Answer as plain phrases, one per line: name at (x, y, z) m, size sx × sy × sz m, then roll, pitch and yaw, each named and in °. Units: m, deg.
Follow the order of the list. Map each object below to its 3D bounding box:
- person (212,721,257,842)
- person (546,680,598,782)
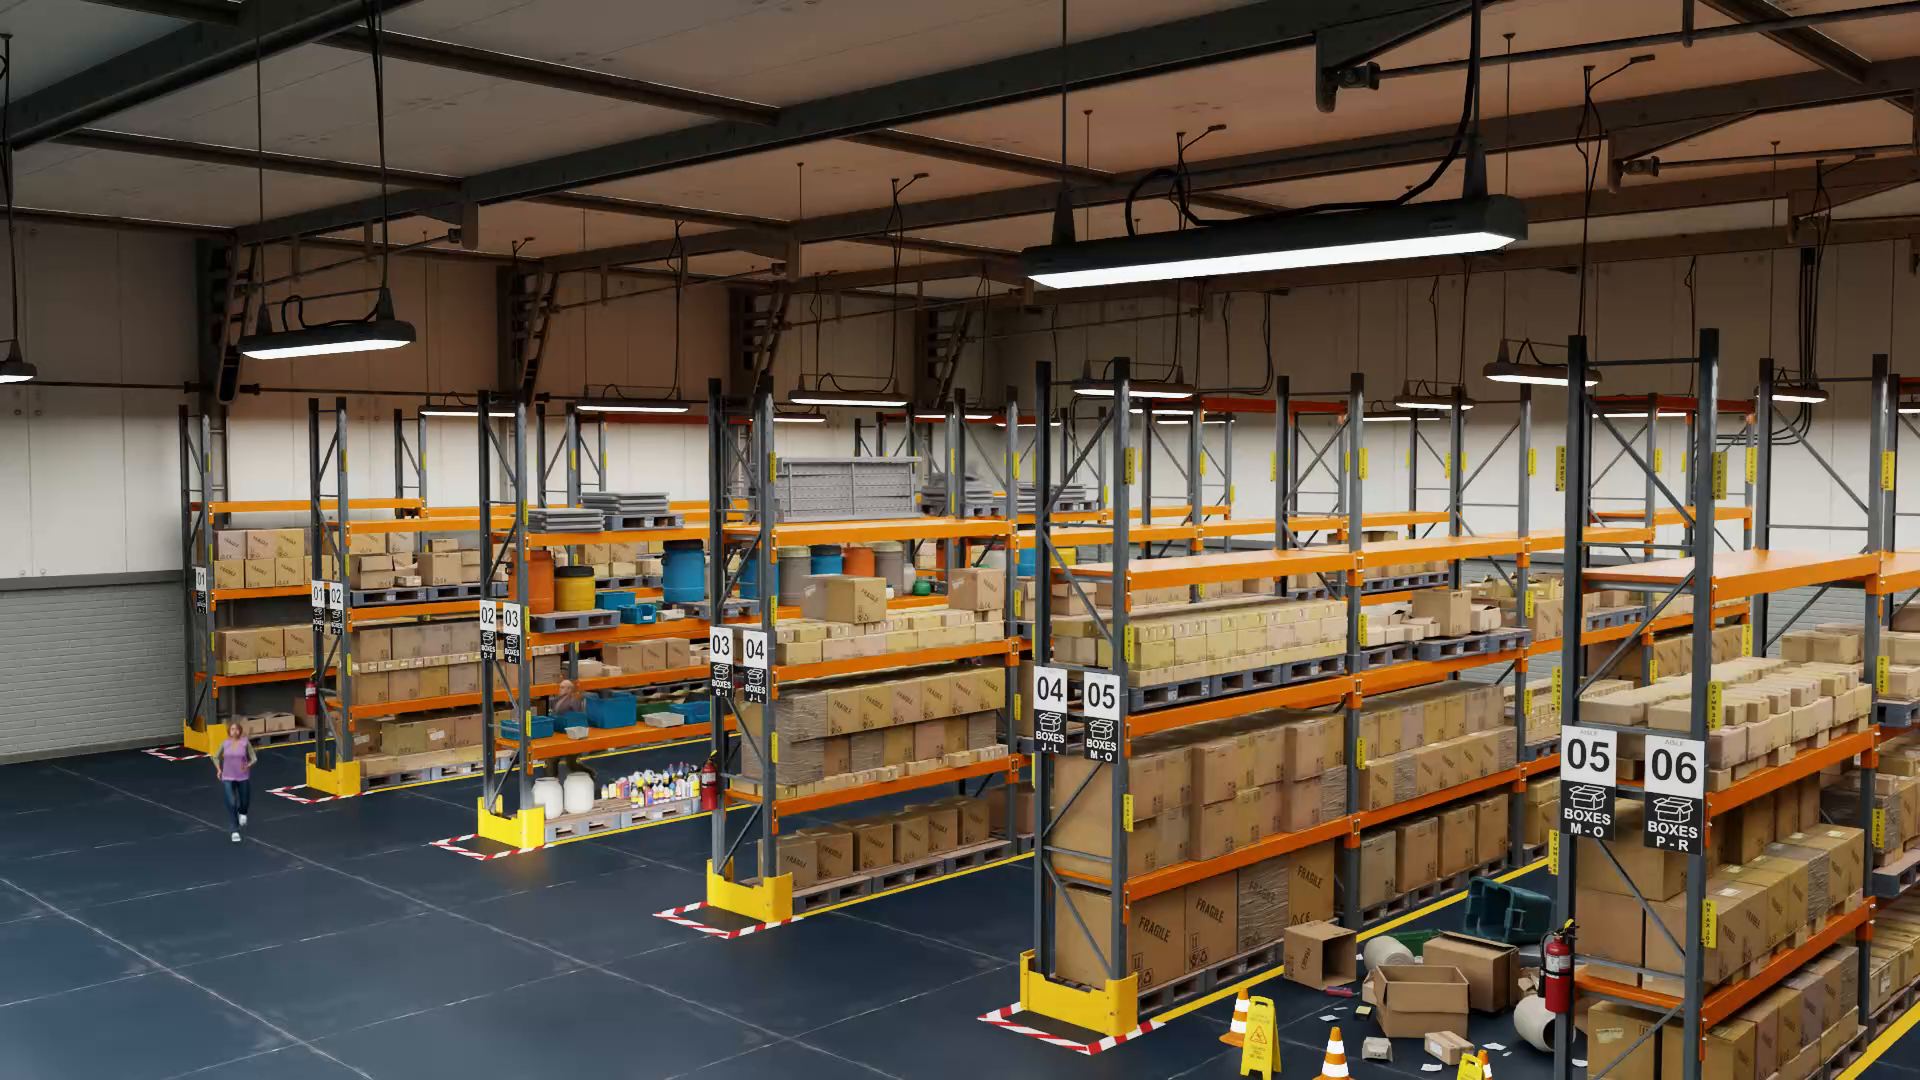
person at (-9.715, 3.208, 22.283) m, size 0.546 × 1.560 × 0.730 m, roll -1°, pitch 3°, yaw -23°
person at (-5.878, 2.960, 24.772) m, size 0.713 × 1.754 × 1.036 m, roll 2°, pitch 4°, yaw 39°
